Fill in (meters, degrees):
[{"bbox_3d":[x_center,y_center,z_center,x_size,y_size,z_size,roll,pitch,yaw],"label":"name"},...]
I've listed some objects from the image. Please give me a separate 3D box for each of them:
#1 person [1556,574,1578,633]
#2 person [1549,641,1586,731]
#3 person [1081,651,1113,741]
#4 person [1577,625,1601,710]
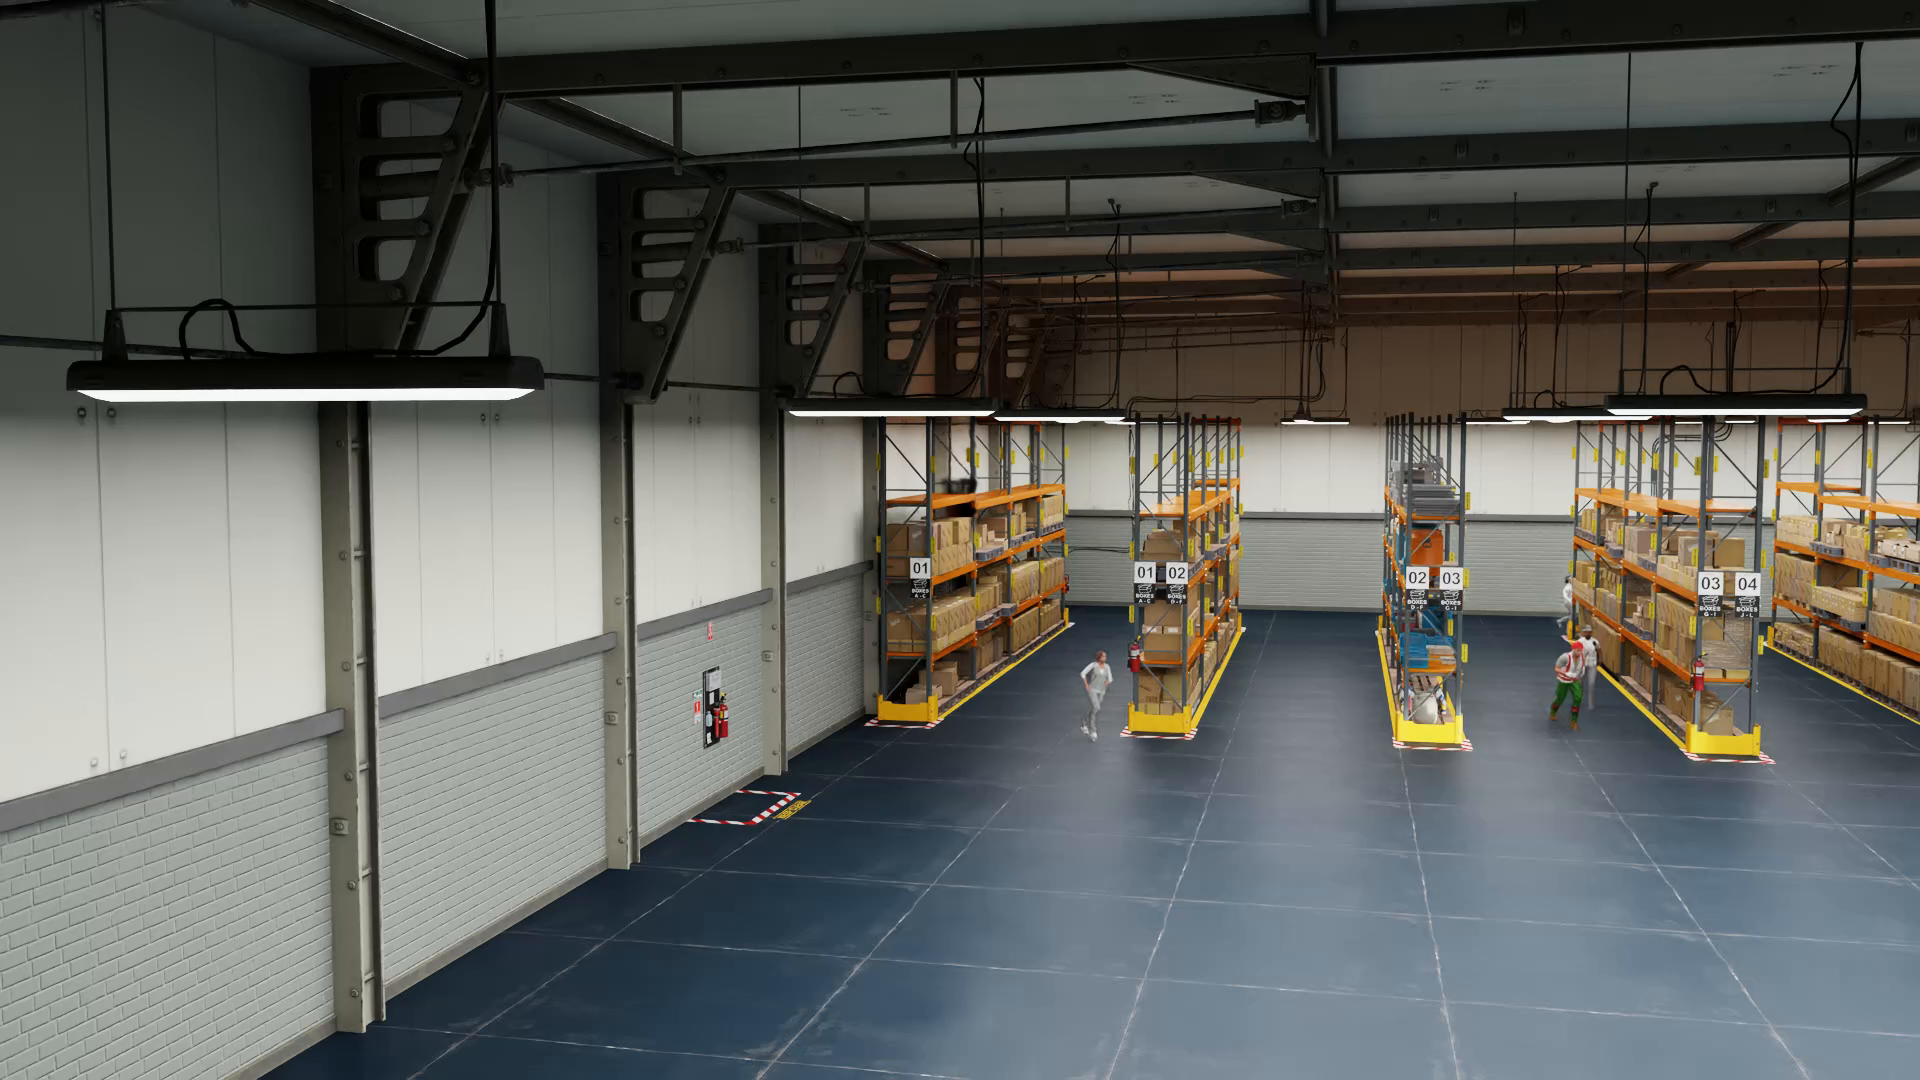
[{"bbox_3d":[16.923,1.775,46.239,0.540,1.673,0.610,2,4,28],"label":"person"},{"bbox_3d":[11.605,2.753,31.780,0.706,1.732,1.048,-1,4,-11],"label":"person"},{"bbox_3d":[2.538,2.851,30.766,0.527,1.619,0.665,-2,4,-29],"label":"person"},{"bbox_3d":[12.783,2.562,33.891,0.575,1.685,0.938,1,4,14],"label":"person"}]
